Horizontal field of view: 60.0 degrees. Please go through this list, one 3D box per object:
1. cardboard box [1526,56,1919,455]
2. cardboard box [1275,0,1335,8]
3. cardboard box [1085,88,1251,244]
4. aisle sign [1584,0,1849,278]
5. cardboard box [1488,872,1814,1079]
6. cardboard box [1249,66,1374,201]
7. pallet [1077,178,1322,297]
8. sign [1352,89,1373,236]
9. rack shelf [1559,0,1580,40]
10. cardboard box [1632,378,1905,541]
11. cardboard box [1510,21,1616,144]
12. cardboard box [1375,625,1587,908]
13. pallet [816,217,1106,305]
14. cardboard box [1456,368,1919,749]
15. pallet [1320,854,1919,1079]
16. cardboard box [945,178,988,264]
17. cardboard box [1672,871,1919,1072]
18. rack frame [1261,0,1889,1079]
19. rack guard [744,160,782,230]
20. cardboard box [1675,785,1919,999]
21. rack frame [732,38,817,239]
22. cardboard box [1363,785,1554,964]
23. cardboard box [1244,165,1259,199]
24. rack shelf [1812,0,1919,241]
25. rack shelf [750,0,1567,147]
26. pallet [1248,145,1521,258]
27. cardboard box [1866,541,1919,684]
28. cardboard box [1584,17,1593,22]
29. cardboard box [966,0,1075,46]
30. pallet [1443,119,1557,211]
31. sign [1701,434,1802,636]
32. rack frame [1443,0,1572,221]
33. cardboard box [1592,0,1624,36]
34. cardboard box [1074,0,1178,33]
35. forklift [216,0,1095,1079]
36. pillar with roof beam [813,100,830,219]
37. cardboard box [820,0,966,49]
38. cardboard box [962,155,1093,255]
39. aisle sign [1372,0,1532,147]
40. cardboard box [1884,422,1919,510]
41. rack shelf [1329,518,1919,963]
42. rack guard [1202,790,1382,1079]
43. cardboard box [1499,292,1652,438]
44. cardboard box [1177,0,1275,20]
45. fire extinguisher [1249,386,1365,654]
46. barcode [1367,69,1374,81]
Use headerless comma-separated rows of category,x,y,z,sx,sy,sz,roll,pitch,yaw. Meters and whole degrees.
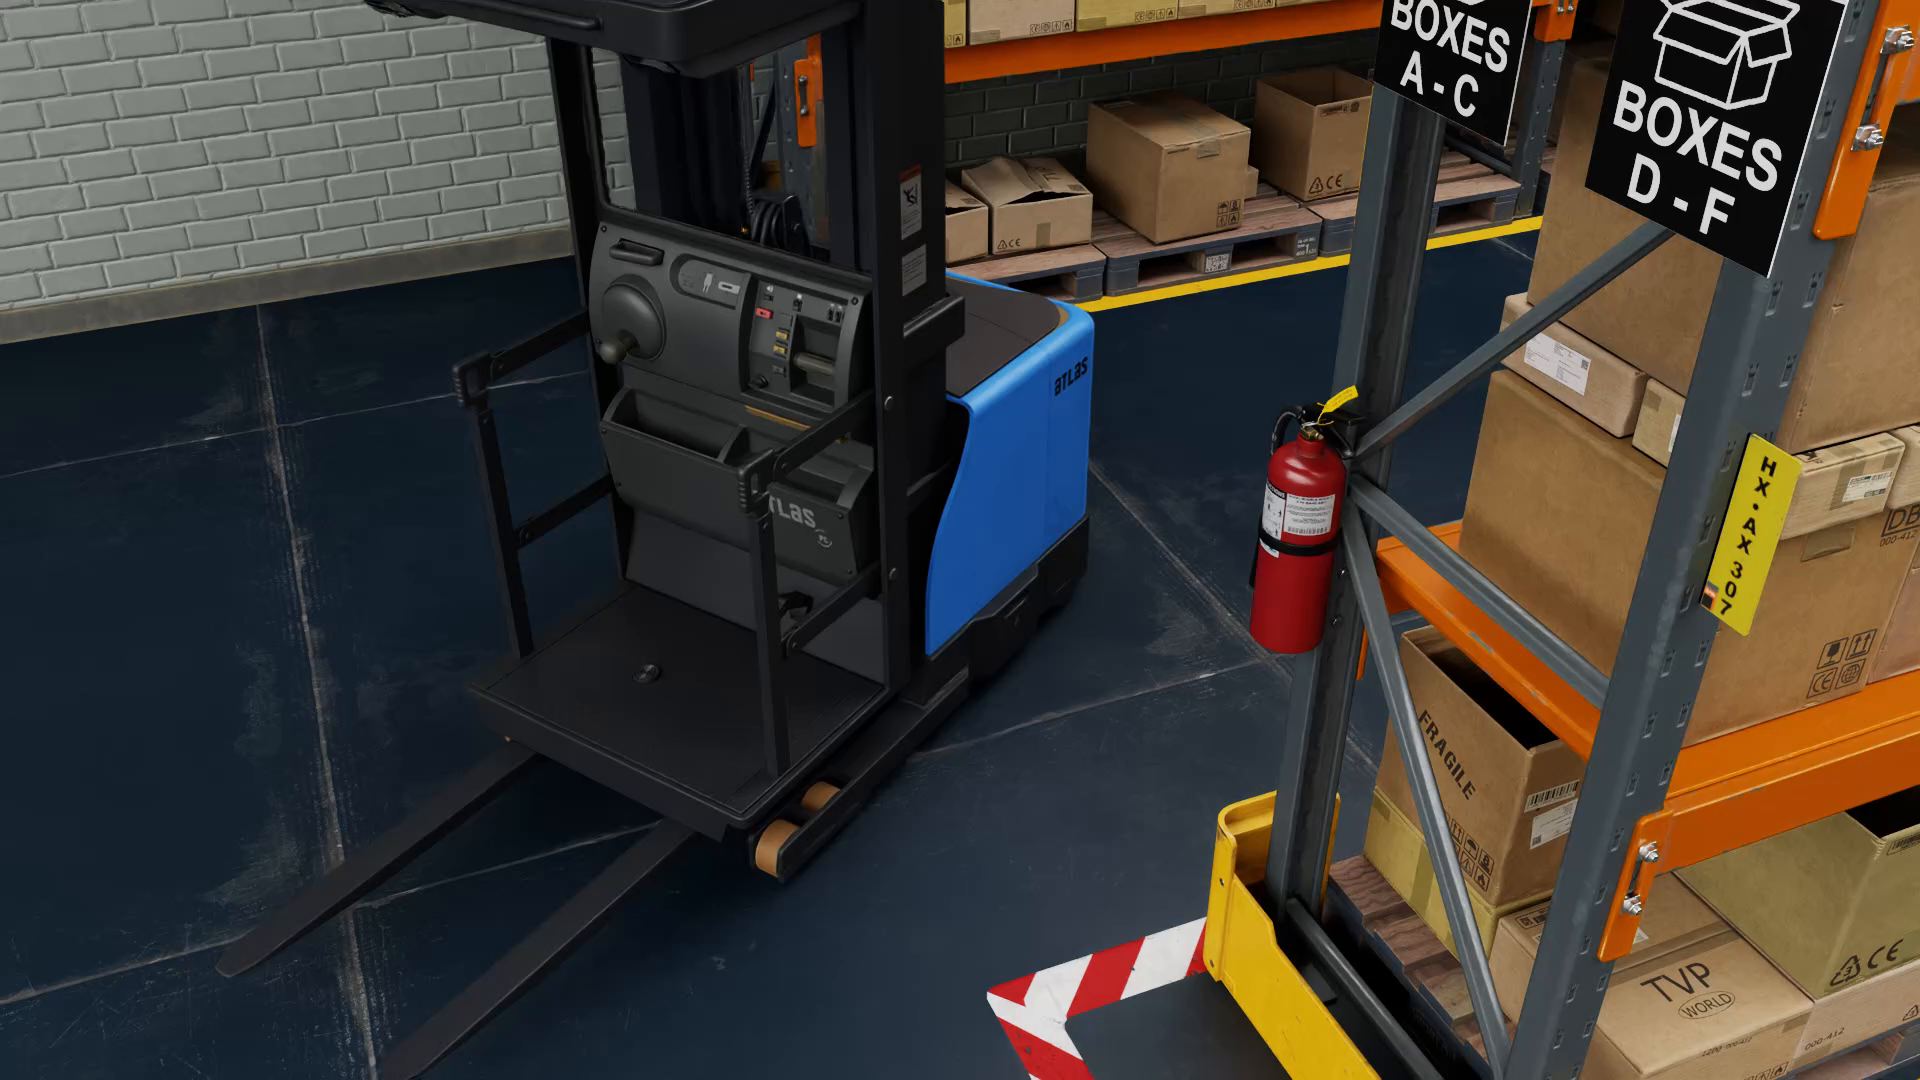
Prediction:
cardboard box,1.528,-0.578,3.107,0.500,0.500,0.700,-13,35,-19
cardboard box,1.571,-2.702,7.771,0.500,0.250,0.500,-13,35,-19
cardboard box,1.017,-1.867,8.257,0.500,0.500,0.700,-15,36,-22
aisle sign,1.102,-0.811,2.362,0.004,0.787,0.394,-13,35,-19
cardboard box,1.625,1.086,3.967,0.500,0.250,0.500,-13,35,-19
cardboard box,1.870,-2.121,8.648,0.500,0.500,0.500,-16,36,-22
pallet,1.079,-1.636,8.570,1.213,0.211,1.003,-13,35,-19
sign,0.847,-0.750,3.373,0.005,0.325,0.100,-13,35,-19
rack shelf,4.655,-3.345,9.299,4.000,0.370,1.077,-13,35,-19
cardboard box,1.489,-0.177,3.086,0.250,0.149,0.380,-13,35,-19
cardboard box,3.483,-2.524,9.268,0.500,0.500,0.700,-12,35,-17
cardboard box,1.423,0.510,4.164,0.500,0.500,0.500,-13,35,-19
pallet,-0.044,-1.380,8.178,1.213,0.211,1.003,-13,35,-19
cardboard box,1.479,-0.023,3.444,0.500,0.500,0.700,-13,35,-19
pallet,1.733,1.097,4.370,1.213,0.211,1.003,-13,35,-19
cardboard box,-0.204,-1.538,7.925,0.500,0.311,0.500,-17,37,-24
cardboard box,2.084,0.979,4.132,0.500,0.250,0.500,-13,35,-19
rack frame,1.044,0.111,3.329,0.127,3.000,1.000,-13,35,-19
rack guard,-0.807,-1.348,7.863,0.348,0.500,1.175,-13,35,-19
cardboard box,2.085,0.665,3.926,0.500,0.500,0.500,-13,35,-19
rack frame,-0.877,-2.379,7.156,0.127,3.000,1.000,-13,35,-19
cardboard box,1.424,0.826,4.367,0.500,0.250,0.500,-13,35,-19
cardboard box,1.329,-1.886,8.608,0.250,0.149,0.380,-16,36,-23
rack shelf,2.888,-1.267,3.356,4.000,0.370,1.077,-13,35,-19
rack shelf,0.967,-2.500,8.002,4.000,0.370,1.077,-13,35,-19
pallet,2.205,-1.895,8.970,1.213,0.211,1.003,-13,35,-19
cardboard box,1.962,-0.136,3.618,0.500,0.500,0.700,-12,35,-18
cardboard box,3.940,-2.659,9.474,0.500,0.500,0.700,-14,35,-20
cardboard box,0.169,-2.385,7.284,0.500,0.250,0.500,-14,36,-20
pallet,3.528,-2.220,9.469,1.213,0.211,1.003,-13,35,-19
sign,1.253,-0.005,2.641,0.005,0.325,0.100,-13,35,-19
rack frame,2.811,-3.224,8.454,0.127,3.000,1.000,-13,35,-19
cardboard box,3.888,-2.933,9.209,0.500,0.250,0.500,-14,35,-20
cardboard box,0.641,-2.490,7.445,0.500,0.250,0.500,-13,35,-20
forklift,-0.770,-0.556,4.417,1.130,2.935,3.031,20,38,27
pillar with roof beam,1.100,-3.312,3.089,0.400,9.000,9.100,-13,35,-19
cardboard box,-0.304,-2.268,7.105,0.500,0.250,0.500,-14,36,-20
cardboard box,0.321,-1.658,8.110,0.500,0.311,0.500,-10,34,-15
aisle sign,0.870,-1.113,2.826,0.004,0.787,0.394,-13,35,-19
cardboard box,1.732,-0.235,3.174,0.250,0.149,0.380,-14,36,-20
rack shelf,2.888,-0.010,4.174,4.000,0.370,1.077,-13,35,-19
rack guard,1.022,1.164,4.003,0.348,0.500,1.175,-13,35,-19
cardboard box,1.323,-0.379,3.396,0.250,0.149,0.380,-13,35,-20
cardboard box,1.108,-2.595,7.607,0.500,0.250,0.500,-13,35,-19
fire extinguisher,0.755,-0.065,3.671,0.183,0.674,0.296,-13,35,-19
barcode,2.220,-2.501,8.939,0.075,0.075,0.001,-13,35,-19
